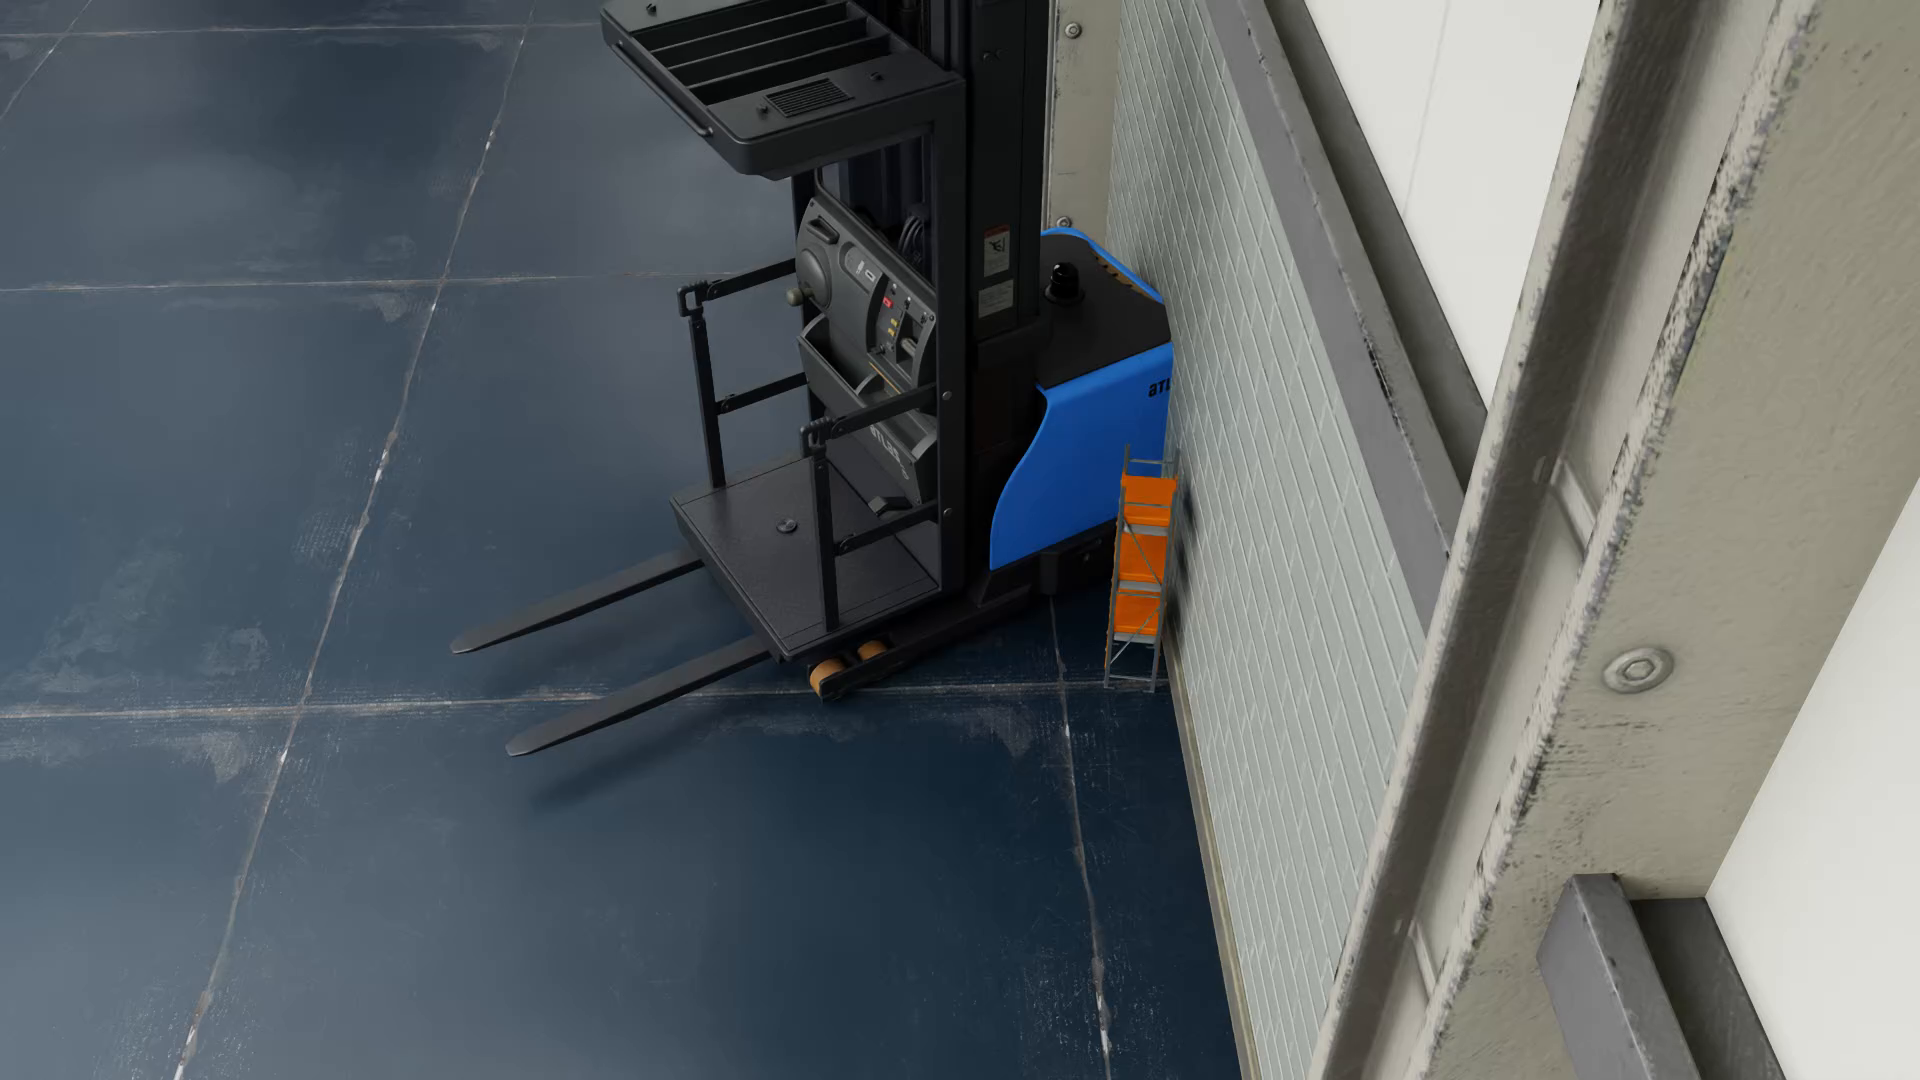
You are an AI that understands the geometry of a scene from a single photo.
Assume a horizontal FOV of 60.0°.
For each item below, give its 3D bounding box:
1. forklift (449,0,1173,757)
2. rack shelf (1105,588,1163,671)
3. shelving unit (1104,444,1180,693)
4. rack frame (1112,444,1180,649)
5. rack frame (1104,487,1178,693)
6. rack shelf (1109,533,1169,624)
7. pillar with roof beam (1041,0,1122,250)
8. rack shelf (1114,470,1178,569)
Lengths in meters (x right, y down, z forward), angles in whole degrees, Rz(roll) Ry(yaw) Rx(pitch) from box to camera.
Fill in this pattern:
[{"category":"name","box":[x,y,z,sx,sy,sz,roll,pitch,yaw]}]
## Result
[{"category":"forklift","box":[-0.529,-0.859,6.018,3.031,2.935,1.130,-23,47,-23]},{"category":"rack shelf","box":[0.688,0.340,6.529,0.215,0.259,0.240,5,43,6]},{"category":"shelving unit","box":[0.688,0.127,6.334,0.215,1.050,0.252,5,43,6]},{"category":"rack frame","box":[0.704,0.046,6.423,0.200,1.050,0.008,5,43,6]},{"category":"rack frame","box":[0.671,0.209,6.245,0.200,1.050,0.008,5,43,6]},{"category":"rack shelf","box":[0.688,0.135,6.341,0.215,0.259,0.240,5,43,6]},{"category":"pillar with roof beam","box":[-3.709,-4.657,5.671,9.100,9.000,0.400,-2,43,-2]},{"category":"rack shelf","box":[0.688,-0.074,6.150,0.215,0.259,0.240,5,43,6]}]
